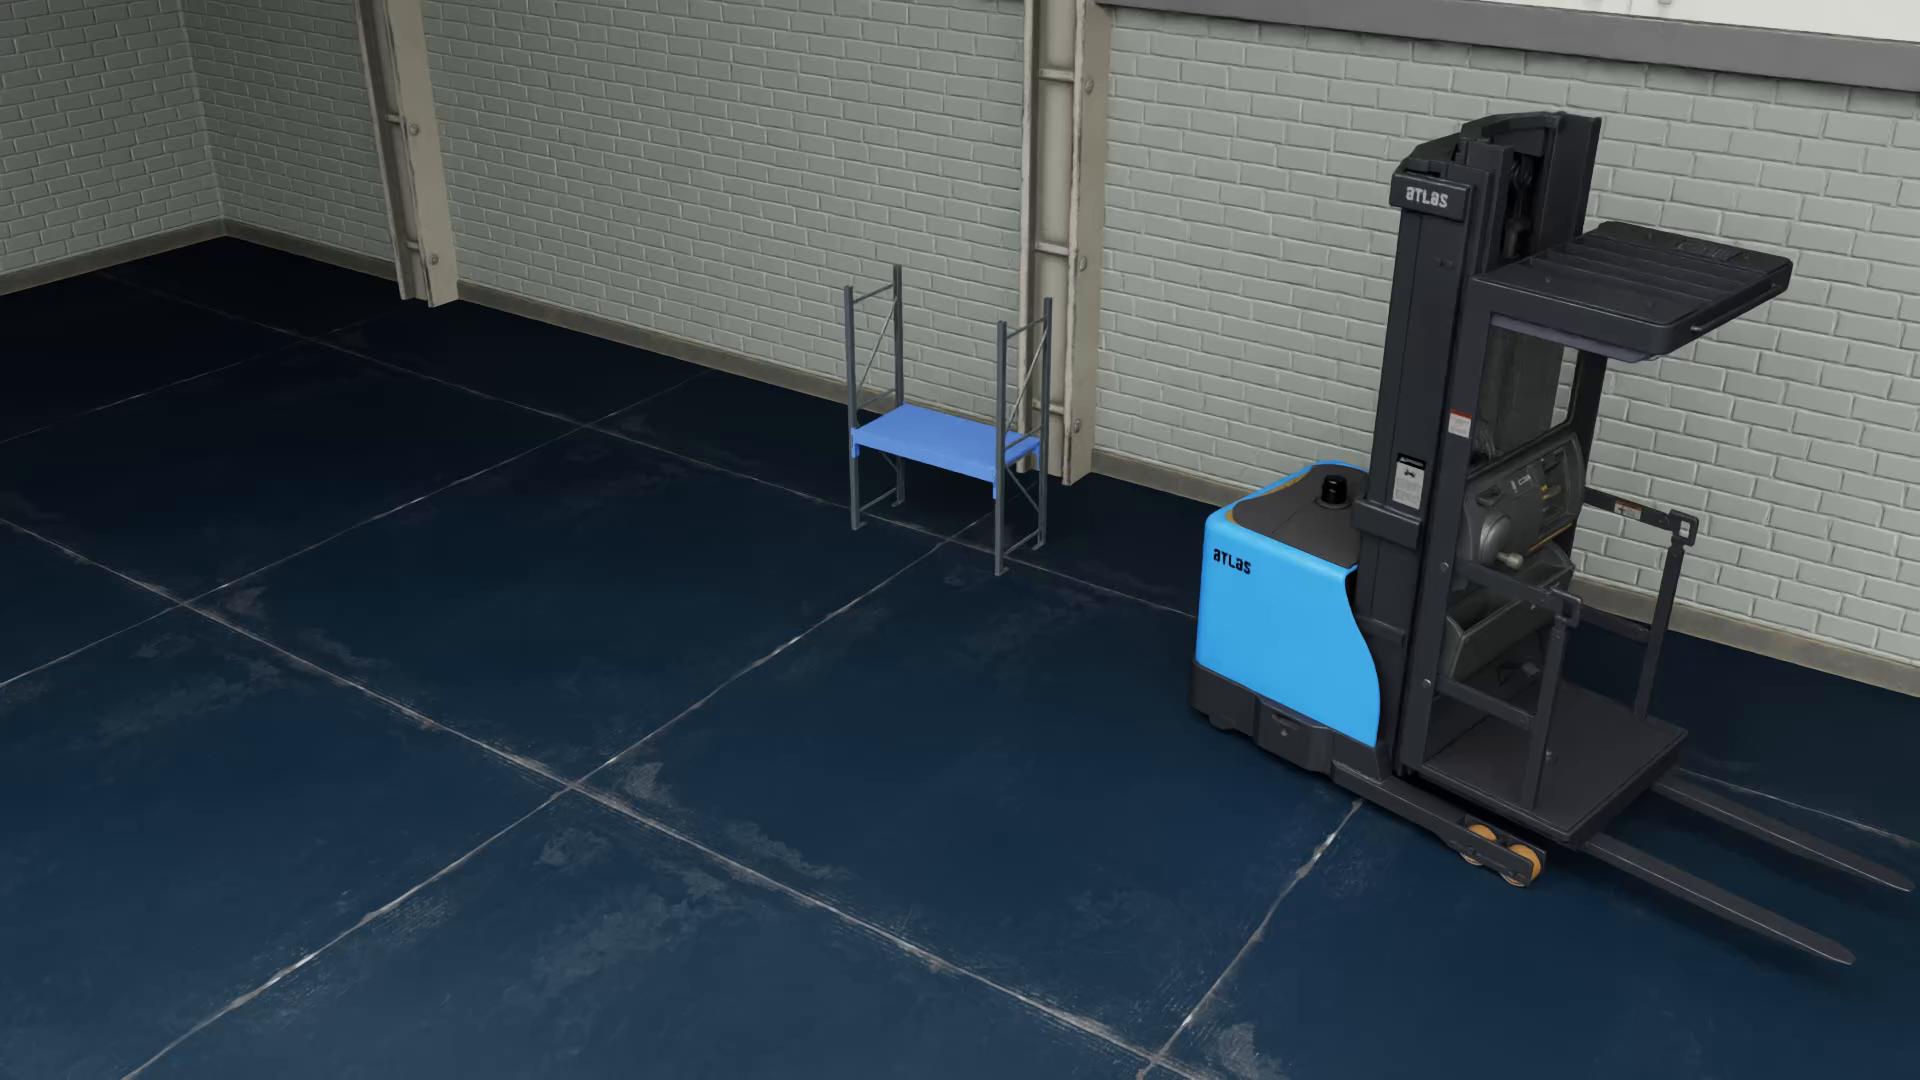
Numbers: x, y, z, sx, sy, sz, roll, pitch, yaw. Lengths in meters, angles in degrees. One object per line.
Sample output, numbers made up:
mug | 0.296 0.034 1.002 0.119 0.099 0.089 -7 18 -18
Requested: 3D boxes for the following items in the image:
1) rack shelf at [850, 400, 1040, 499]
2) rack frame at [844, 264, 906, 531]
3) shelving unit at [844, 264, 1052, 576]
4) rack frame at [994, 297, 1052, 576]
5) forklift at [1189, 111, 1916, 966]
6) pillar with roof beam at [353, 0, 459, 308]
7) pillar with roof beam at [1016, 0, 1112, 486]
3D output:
rack shelf | -0.070 -0.530 9.534 1.000 0.185 0.538 17 32 30
rack frame | -0.489 -0.821 9.709 0.032 1.500 0.500 17 32 30
shelving unit | -0.070 -0.690 9.453 1.048 1.500 0.538 17 32 30
rack frame | 0.349 -0.560 9.196 0.032 1.500 0.500 17 32 30
forklift | 2.492 -0.132 6.778 1.130 2.935 3.031 -24 35 -38
pillar with roof beam | -6.779 -4.386 8.447 0.400 9.000 9.100 17 32 30
pillar with roof beam | -1.833 -2.846 5.420 0.400 9.000 9.100 17 32 30
